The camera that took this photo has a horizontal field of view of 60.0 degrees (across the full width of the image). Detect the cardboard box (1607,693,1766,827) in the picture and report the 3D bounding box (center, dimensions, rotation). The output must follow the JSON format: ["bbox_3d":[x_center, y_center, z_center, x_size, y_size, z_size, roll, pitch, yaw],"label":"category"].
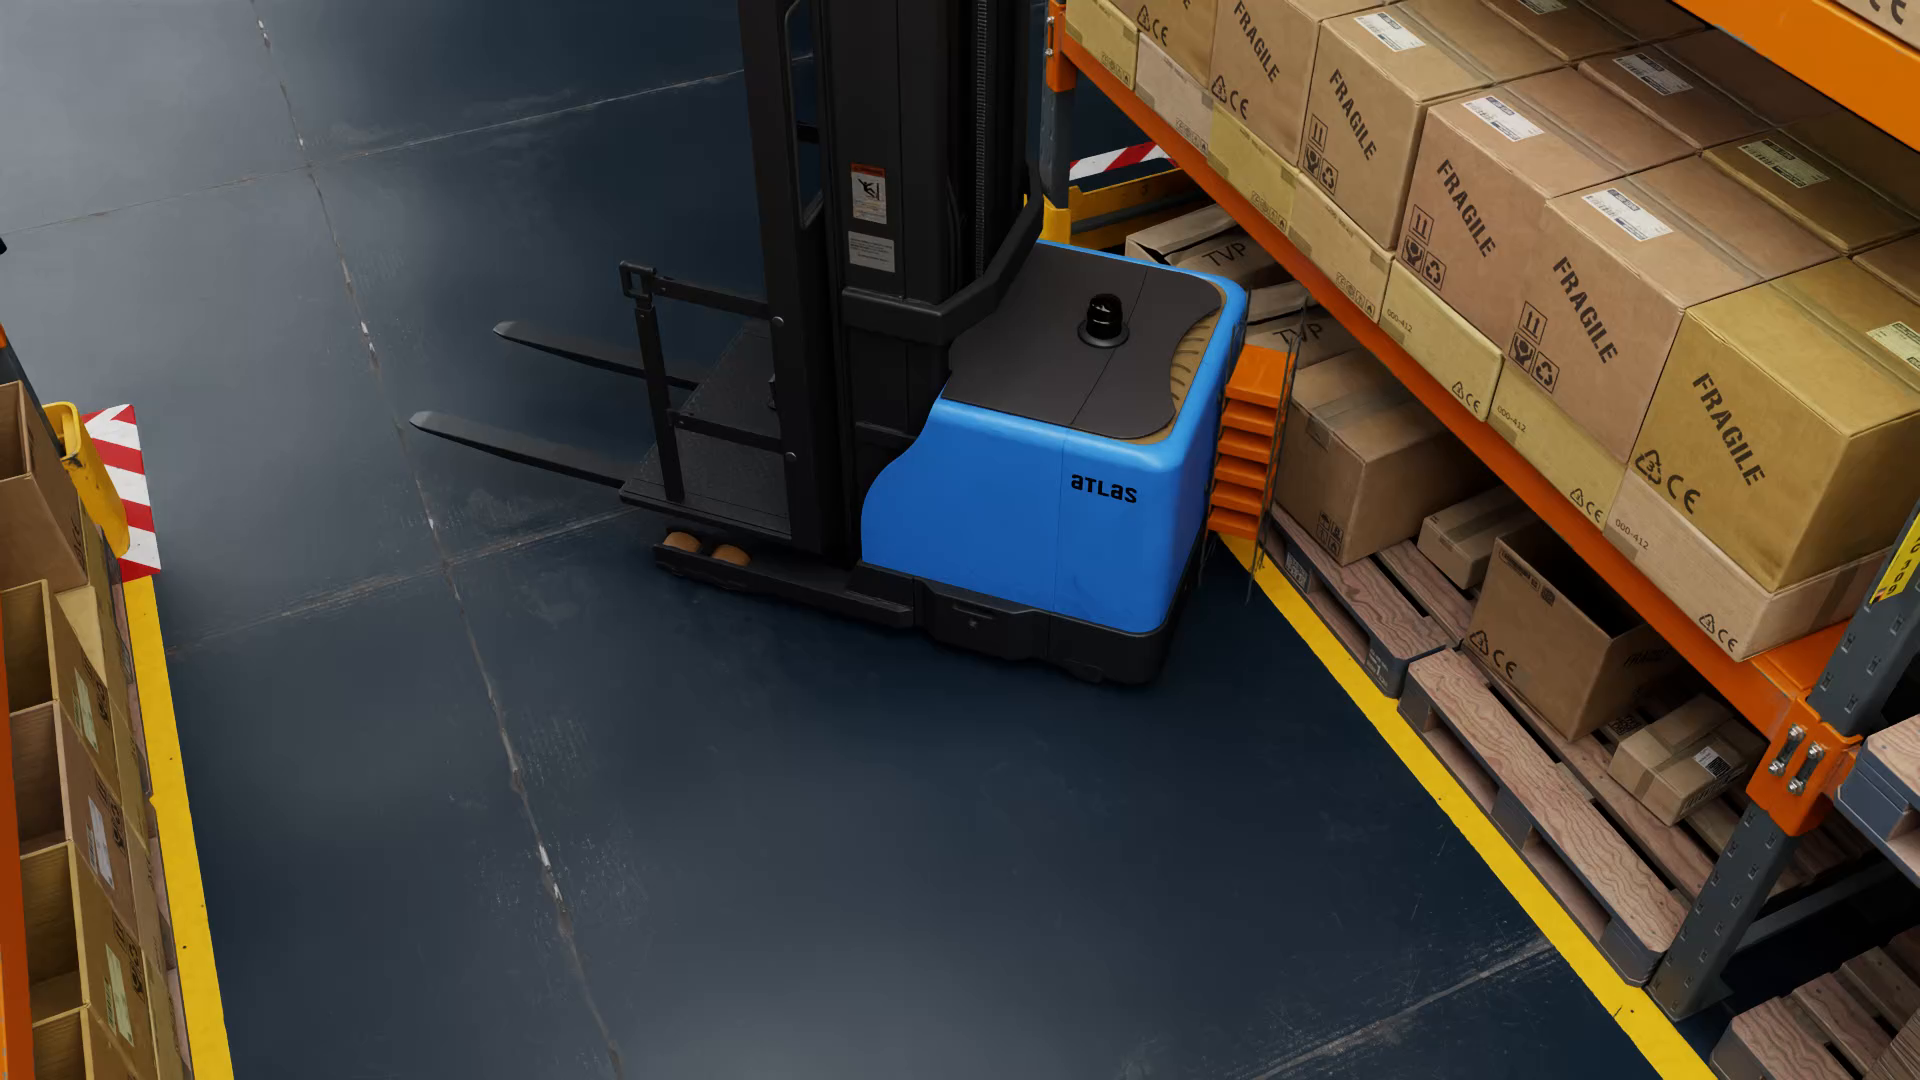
[{"bbox_3d":[2.246,0.671,5.139,0.380,0.166,0.250,-24,49,-22],"label":"cardboard box"}]

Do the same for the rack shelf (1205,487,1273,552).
[{"bbox_3d":[0.993,-0.096,5.897,0.180,0.103,0.258,15,47,15],"label":"rack shelf"}]

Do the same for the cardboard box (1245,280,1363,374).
[{"bbox_3d":[1.265,-0.767,6.493,0.500,0.311,0.500,-14,46,-14],"label":"cardboard box"}]

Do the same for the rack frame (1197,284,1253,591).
[{"bbox_3d":[0.906,-0.322,5.722,0.006,1.200,0.240,15,47,15],"label":"rack frame"}]

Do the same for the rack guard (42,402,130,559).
[{"bbox_3d":[-3.687,-0.058,5.953,1.175,0.500,0.348,-18,47,-17],"label":"rack guard"}]

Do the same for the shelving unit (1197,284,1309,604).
[{"bbox_3d":[0.991,-0.299,5.698,0.189,1.200,0.258,15,47,15],"label":"shelving unit"}]

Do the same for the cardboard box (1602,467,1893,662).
[{"bbox_3d":[2.024,-0.015,4.222,0.500,0.250,0.500,-18,47,-17],"label":"cardboard box"}]

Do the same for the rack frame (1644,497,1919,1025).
[{"bbox_3d":[2.498,0.151,3.962,1.000,3.000,0.127,-18,47,-17],"label":"rack frame"}]

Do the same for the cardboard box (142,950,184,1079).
[{"bbox_3d":[-2.326,1.420,4.334,0.500,0.250,0.500,-18,47,-17],"label":"cardboard box"}]

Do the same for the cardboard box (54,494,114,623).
[{"bbox_3d":[-3.183,0.151,5.620,0.500,0.250,0.500,-18,47,-17],"label":"cardboard box"}]

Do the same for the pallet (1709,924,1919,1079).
[{"bbox_3d":[2.826,1.639,4.439,1.003,0.211,1.213,-18,47,-17],"label":"pallet"}]

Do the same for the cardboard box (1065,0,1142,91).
[{"bbox_3d":[0.733,-1.947,6.180,0.500,0.250,0.500,-19,48,-19],"label":"cardboard box"}]

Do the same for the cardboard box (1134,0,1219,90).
[{"bbox_3d":[0.943,-1.908,5.607,0.500,0.500,0.500,-18,47,-17],"label":"cardboard box"}]

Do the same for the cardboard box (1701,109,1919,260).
[{"bbox_3d":[2.276,-0.762,4.445,0.500,0.500,0.500,-18,47,-18],"label":"cardboard box"}]

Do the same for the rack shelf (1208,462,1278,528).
[{"bbox_3d":[0.992,-0.182,5.813,0.180,0.103,0.258,15,47,15],"label":"rack shelf"}]

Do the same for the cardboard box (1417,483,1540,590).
[{"bbox_3d":[1.843,-0.016,5.847,0.380,0.149,0.250,-22,49,-21],"label":"cardboard box"}]

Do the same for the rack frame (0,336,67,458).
[{"bbox_3d":[-3.677,-0.933,5.060,1.000,3.000,0.127,-18,47,-17],"label":"rack frame"}]

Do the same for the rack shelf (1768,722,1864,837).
[{"bbox_3d":[3.339,1.681,2.923,1.077,0.370,4.000,-18,47,-17],"label":"rack shelf"}]

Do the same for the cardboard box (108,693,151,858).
[{"bbox_3d":[-2.751,0.784,4.978,0.500,0.250,0.500,-18,47,-17],"label":"cardboard box"}]

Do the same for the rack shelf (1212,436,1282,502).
[{"bbox_3d":[0.991,-0.267,5.729,0.180,0.103,0.258,15,47,15],"label":"rack shelf"}]

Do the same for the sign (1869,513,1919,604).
[{"bbox_3d":[2.009,0.008,3.490,0.100,0.325,0.005,-18,47,-17],"label":"sign"}]

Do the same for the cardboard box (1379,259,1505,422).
[{"bbox_3d":[1.596,-0.651,4.867,0.500,0.250,0.500,-18,47,-18],"label":"cardboard box"}]

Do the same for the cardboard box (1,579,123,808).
[{"bbox_3d":[-2.748,0.516,4.716,0.500,0.500,0.500,-18,47,-17],"label":"cardboard box"}]

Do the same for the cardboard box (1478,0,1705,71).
[{"bbox_3d":[1.843,-1.409,5.101,0.500,0.500,0.500,-17,47,-17],"label":"cardboard box"}]

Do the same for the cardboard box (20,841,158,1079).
[{"bbox_3d":[-2.327,1.153,4.070,0.500,0.500,0.500,-18,47,-17],"label":"cardboard box"}]

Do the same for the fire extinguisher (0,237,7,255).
[{"bbox_3d":[-3.305,-1.118,5.302,0.296,0.674,0.183,-18,47,-17],"label":"fire extinguisher"}]

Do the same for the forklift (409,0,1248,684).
[{"bbox_3d":[-0.586,-1.195,5.374,3.031,2.935,1.130,14,46,14],"label":"forklift"}]

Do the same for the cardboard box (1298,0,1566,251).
[{"bbox_3d":[1.382,-1.251,4.941,0.500,0.500,0.500,-17,47,-16],"label":"cardboard box"}]

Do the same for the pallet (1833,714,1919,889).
[{"bbox_3d":[2.687,0.749,3.492,1.003,0.211,1.213,-18,47,-17],"label":"pallet"}]

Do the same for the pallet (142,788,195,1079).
[{"bbox_3d":[-2.808,1.311,4.771,1.003,0.211,1.213,-18,47,-17],"label":"pallet"}]

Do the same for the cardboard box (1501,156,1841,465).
[{"bbox_3d":[1.803,-0.596,4.277,0.500,0.500,0.500,-18,47,-18],"label":"cardboard box"}]

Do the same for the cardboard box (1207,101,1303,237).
[{"bbox_3d":[1.173,-1.294,5.518,0.500,0.250,0.500,-19,48,-18],"label":"cardboard box"}]
